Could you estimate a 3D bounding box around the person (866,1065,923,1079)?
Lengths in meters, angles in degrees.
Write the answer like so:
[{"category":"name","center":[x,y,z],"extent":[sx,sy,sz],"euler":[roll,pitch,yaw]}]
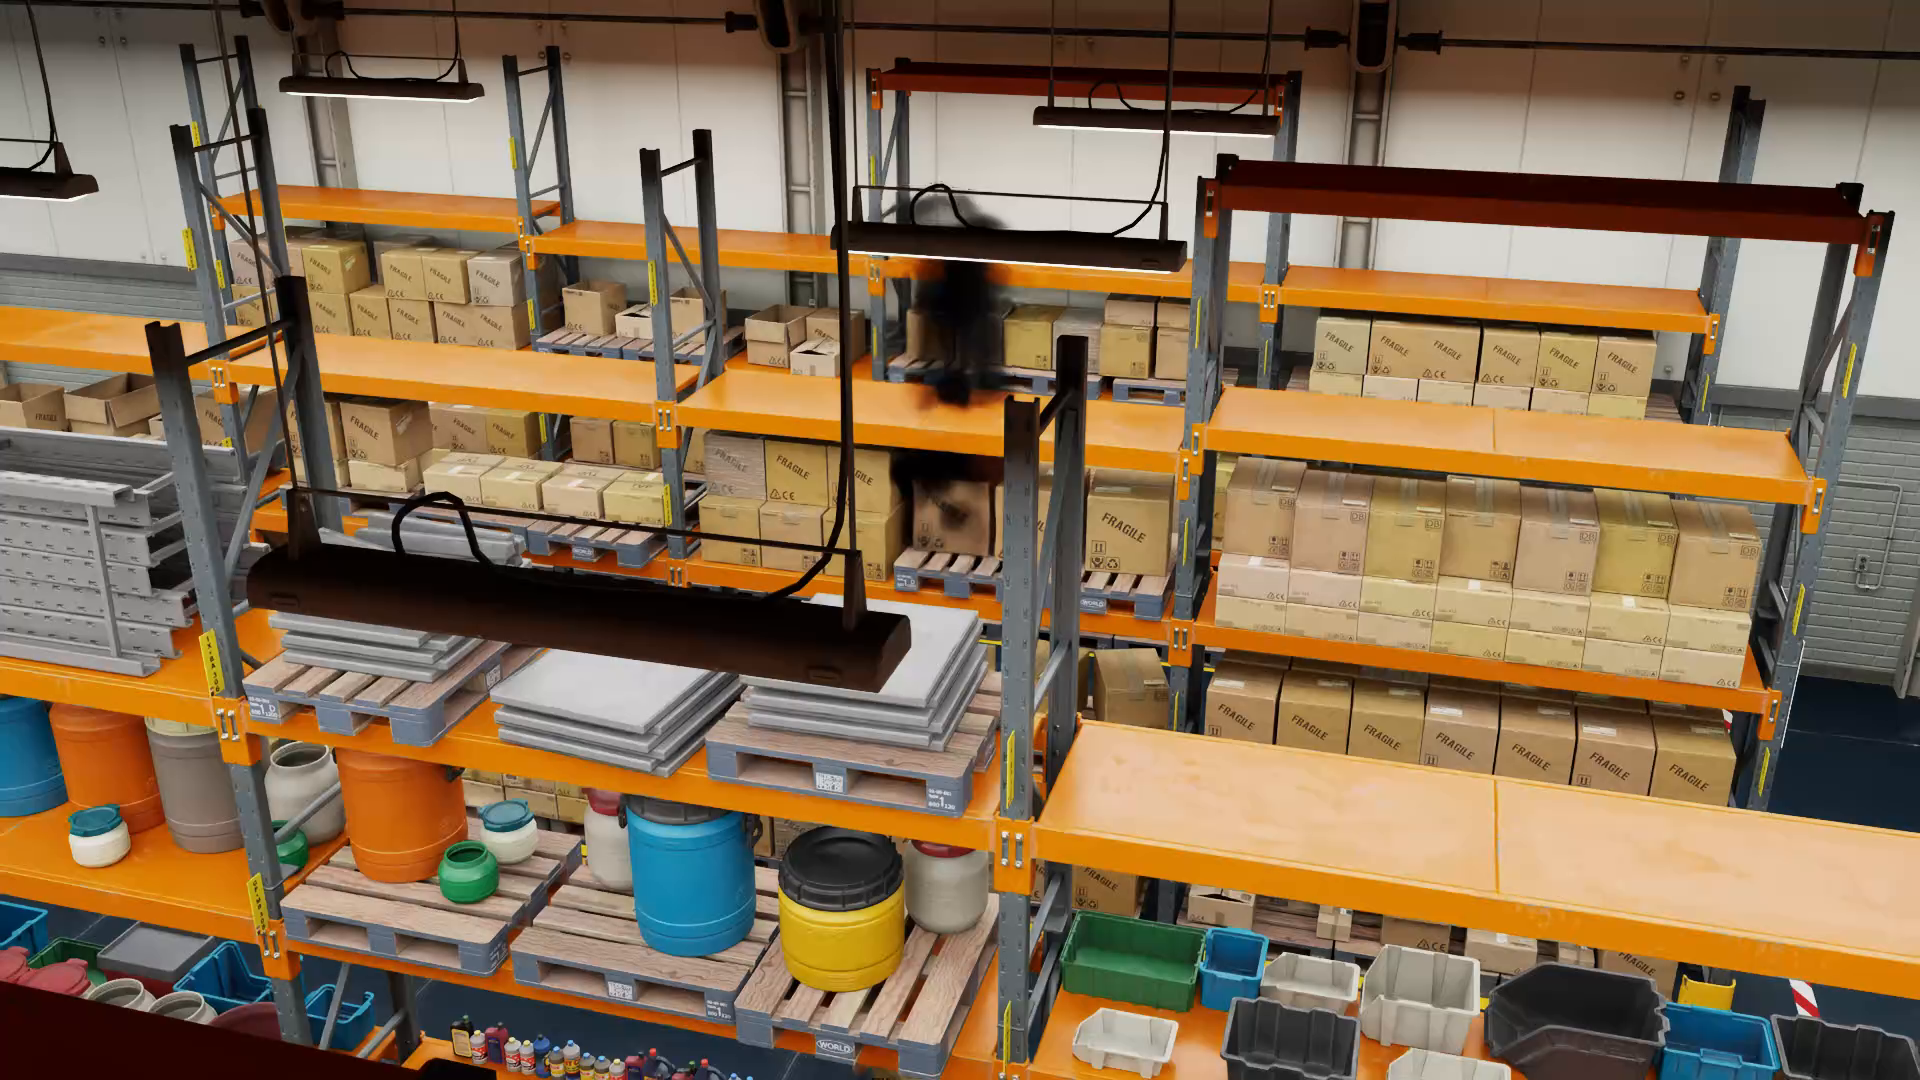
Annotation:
[{"category":"person","center":[-0.386,3.506,10.302],"extent":[0.714,1.300,0.503],"euler":[20,30,40]}]
